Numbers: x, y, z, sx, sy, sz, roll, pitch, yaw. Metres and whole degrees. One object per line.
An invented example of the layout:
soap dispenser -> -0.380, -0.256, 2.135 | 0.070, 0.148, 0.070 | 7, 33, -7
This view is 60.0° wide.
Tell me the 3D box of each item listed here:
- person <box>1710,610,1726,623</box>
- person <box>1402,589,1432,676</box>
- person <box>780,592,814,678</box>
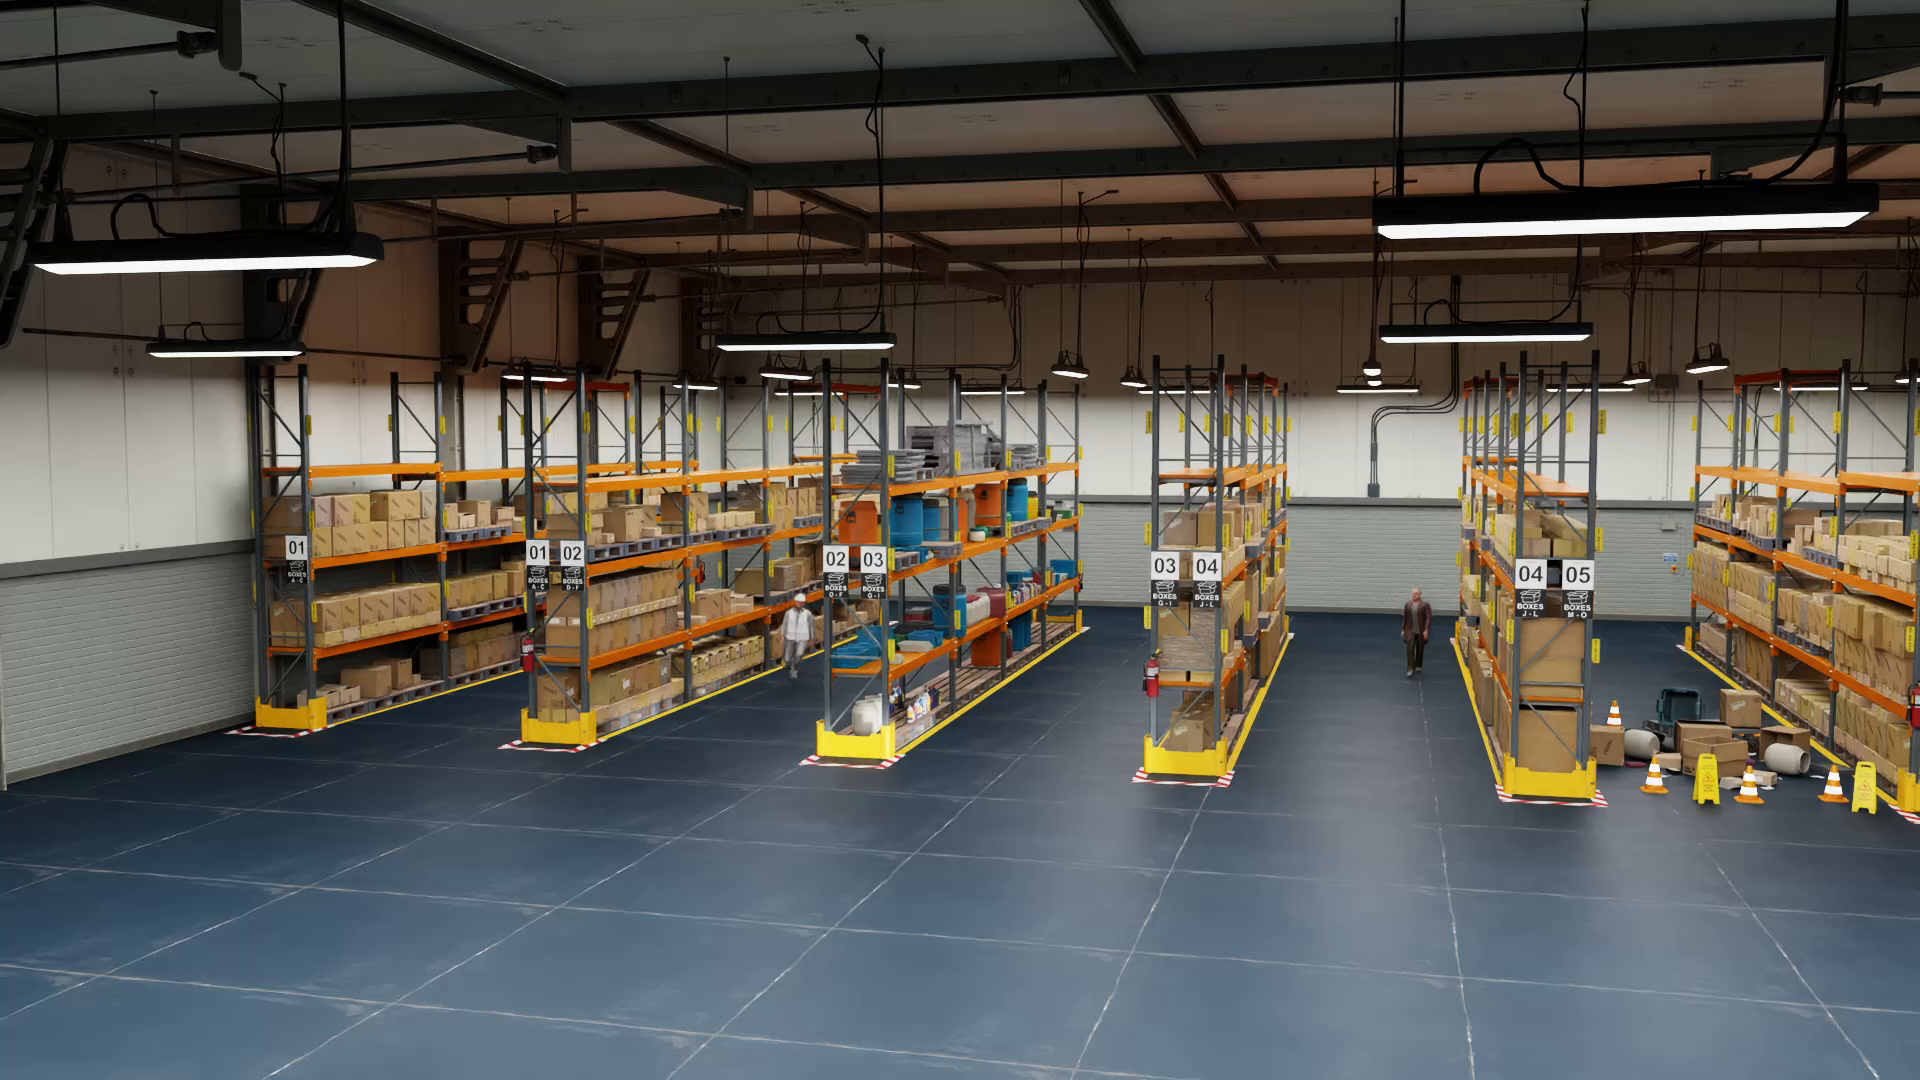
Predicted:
person -> 18.004, 1.395, 39.237 | 0.739, 1.760, 0.587 | -2, 4, -28
person -> 9.112, 1.828, 33.162 | 0.565, 1.710, 1.138 | 1, 4, 16
person -> -3.084, 1.789, 31.463 | 0.619, 1.601, 0.771 | 0, 4, 3
